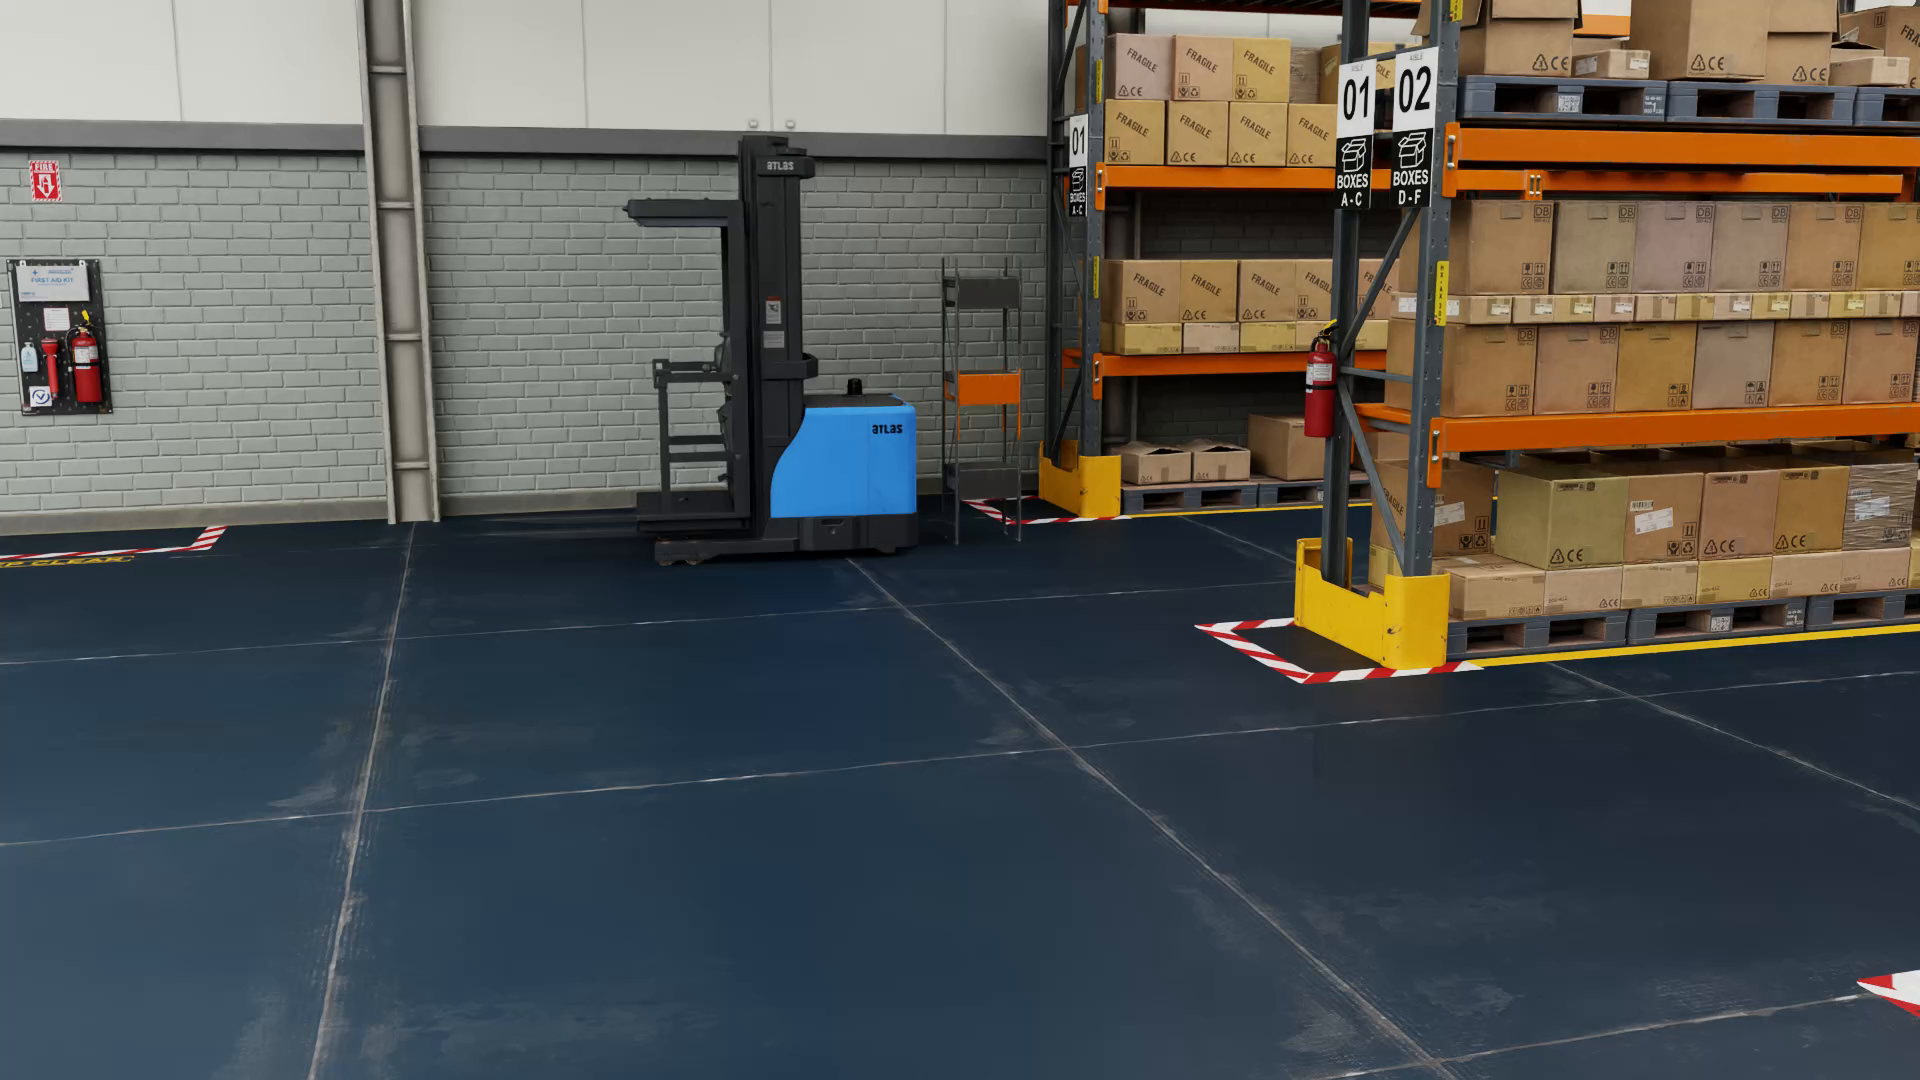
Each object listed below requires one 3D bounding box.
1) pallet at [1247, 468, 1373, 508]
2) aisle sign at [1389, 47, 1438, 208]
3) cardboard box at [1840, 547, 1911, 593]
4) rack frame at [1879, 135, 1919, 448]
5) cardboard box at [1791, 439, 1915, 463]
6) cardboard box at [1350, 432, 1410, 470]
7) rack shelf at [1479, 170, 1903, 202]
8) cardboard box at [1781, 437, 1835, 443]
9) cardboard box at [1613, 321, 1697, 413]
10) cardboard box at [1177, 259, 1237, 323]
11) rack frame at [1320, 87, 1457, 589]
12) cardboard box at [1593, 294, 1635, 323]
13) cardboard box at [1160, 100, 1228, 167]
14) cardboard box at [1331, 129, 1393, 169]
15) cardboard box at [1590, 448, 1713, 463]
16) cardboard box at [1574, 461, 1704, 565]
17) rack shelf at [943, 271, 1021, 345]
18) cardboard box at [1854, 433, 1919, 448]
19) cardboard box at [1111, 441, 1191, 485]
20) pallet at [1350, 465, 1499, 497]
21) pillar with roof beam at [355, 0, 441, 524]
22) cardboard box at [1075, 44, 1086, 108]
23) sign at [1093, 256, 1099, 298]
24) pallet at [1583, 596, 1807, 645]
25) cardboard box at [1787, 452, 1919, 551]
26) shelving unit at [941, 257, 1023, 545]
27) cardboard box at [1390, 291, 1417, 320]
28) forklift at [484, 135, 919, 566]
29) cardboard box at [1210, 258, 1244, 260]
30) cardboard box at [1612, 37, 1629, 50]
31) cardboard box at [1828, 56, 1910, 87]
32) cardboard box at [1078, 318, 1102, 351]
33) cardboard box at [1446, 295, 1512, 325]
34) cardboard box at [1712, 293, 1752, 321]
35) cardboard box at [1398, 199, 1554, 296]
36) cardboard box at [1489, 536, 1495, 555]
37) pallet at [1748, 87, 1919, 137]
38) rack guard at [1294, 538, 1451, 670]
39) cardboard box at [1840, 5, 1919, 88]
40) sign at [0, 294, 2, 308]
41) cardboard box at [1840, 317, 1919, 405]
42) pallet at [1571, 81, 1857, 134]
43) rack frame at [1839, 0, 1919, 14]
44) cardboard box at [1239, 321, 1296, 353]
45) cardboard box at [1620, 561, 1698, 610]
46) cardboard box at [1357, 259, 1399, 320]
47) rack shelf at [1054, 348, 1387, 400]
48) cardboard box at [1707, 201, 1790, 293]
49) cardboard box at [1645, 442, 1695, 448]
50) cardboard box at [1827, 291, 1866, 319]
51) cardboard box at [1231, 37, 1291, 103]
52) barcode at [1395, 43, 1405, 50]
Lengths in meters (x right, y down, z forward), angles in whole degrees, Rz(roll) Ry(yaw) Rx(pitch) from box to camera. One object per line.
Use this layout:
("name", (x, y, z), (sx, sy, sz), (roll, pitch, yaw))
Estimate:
("pallet", (2.960, -0.485, 14.597), (1.213, 0.211, 1.003), (-3, 11, -16))
("aisle sign", (2.339, -2.117, 8.583), (0.004, 0.787, 0.394), (-3, 11, -16))
("cardboard box", (5.290, 0.133, 9.974), (0.500, 0.250, 0.500), (-3, 11, -16))
("rack frame", (6.157, -1.098, 10.225), (0.127, 3.000, 1.000), (-3, 11, -16))
("cardboard box", (5.624, -0.352, 10.536), (0.500, 0.500, 0.500), (-3, 11, -16))
("cardboard box", (3.783, -0.886, 14.765), (0.500, 0.500, 0.500), (-4, 11, -20))
("rack shelf", (6.689, -3.181, 15.245), (4.000, 0.370, 1.077), (-3, 11, -16))
("cardboard box", (7.932, -1.103, 15.940), (0.500, 0.500, 0.700), (-3, 11, -15))
("cardboard box", (3.749, -1.017, 9.512), (0.500, 0.500, 0.700), (-3, 11, -16))
("cardboard box", (1.948, -2.056, 13.720), (0.500, 0.500, 0.500), (-3, 11, -16))
("rack frame", (2.316, -0.895, 9.125), (0.127, 3.000, 1.000), (-3, 11, -16))
("cardboard box", (3.489, -1.285, 9.172), (0.250, 0.149, 0.380), (-3, 11, -17))
("cardboard box", (1.844, -3.285, 13.489), (0.500, 0.500, 0.500), (-2, 11, -12))
("cardboard box", (3.342, -3.366, 13.932), (0.500, 0.500, 0.500), (-3, 11, -18))
("cardboard box", (4.184, -0.276, 10.122), (0.500, 0.500, 0.500), (-3, 11, -16))
("cardboard box", (3.849, -0.160, 9.494), (0.500, 0.500, 0.500), (-3, 11, -16))
("rack shelf", (0.159, -1.716, 12.278), (0.480, 0.518, 0.431), (-3, 11, -16))
("cardboard box", (9.352, -1.325, 16.236), (0.750, 0.750, 0.750), (-3, 11, -17))
("cardboard box", (1.617, -0.670, 14.111), (0.500, 0.311, 0.500), (-4, 11, -22))
("pallet", (4.134, -0.547, 14.936), (1.213, 0.211, 1.003), (-3, 11, -16))
("pillar with roof beam", (-3.199, -3.841, 8.554), (0.400, 9.000, 9.100), (-3, 11, -16))
("cardboard box", (1.269, -3.850, 13.794), (0.500, 0.500, 0.500), (-3, 11, -13))
("sign", (1.080, -2.088, 13.211), (0.005, 0.325, 0.100), (-3, 11, -16))
("pallet", (4.208, 0.369, 9.959), (1.213, 0.211, 1.003), (-3, 11, -16))
("cardboard box", (5.289, -0.236, 9.908), (0.500, 0.500, 0.500), (-3, 11, -16))
("shelving unit", (0.159, -1.041, 12.402), (0.503, 2.100, 0.431), (-3, 11, -16))
("cardboard box", (2.630, -1.316, 9.342), (0.250, 0.149, 0.380), (-3, 11, -17))
("forklift", (-1.866, -1.367, 11.879), (3.031, 2.935, 1.130), (-2, 11, -10))
("cardboard box", (2.302, -2.173, 14.351), (0.500, 0.500, 0.500), (-3, 11, -18))
("cardboard box", (3.882, -2.734, 9.529), (0.500, 0.311, 0.500), (-2, 11, -9))
("cardboard box", (5.075, -2.616, 9.336), (0.250, 0.149, 0.380), (-3, 11, -16))
("cardboard box", (1.323, -1.750, 14.125), (0.500, 0.250, 0.500), (-3, 11, -15))
("cardboard box", (2.753, -1.246, 8.962), (0.250, 0.149, 0.380), (-3, 11, -16))
("cardboard box", (4.229, -1.324, 9.384), (0.250, 0.149, 0.380), (-3, 11, -15))
("cardboard box", (2.819, -1.607, 9.130), (0.500, 0.500, 0.700), (-3, 11, -16))
("cardboard box", (3.225, 0.144, 9.911), (0.500, 0.250, 0.500), (-3, 11, -16))
("pallet", (5.345, -2.482, 9.702), (1.213, 0.211, 1.003), (-3, 11, -16))
("rack guard", (2.293, 0.335, 9.345), (0.348, 0.500, 1.175), (-3, 11, -16))
("cardboard box", (5.599, -2.918, 10.004), (0.500, 0.500, 0.500), (-2, 11, -11))
("sign", (-7.339, -1.787, 12.406), (0.331, 0.109, 0.001), (-3, 11, -16))
("cardboard box", (5.228, -1.096, 9.937), (0.500, 0.500, 0.700), (-3, 11, -17))
("pallet", (4.176, -2.421, 9.371), (1.213, 0.211, 1.003), (-3, 11, -16))
("rack frame", (8.609, -5.112, 15.458), (0.127, 3.000, 1.000), (-3, 11, -16))
("cardboard box", (2.471, -1.715, 13.939), (0.500, 0.250, 0.500), (-3, 11, -17))
("cardboard box", (3.852, 0.211, 9.551), (0.500, 0.250, 0.500), (-3, 11, -16))
("cardboard box", (3.437, -2.136, 14.152), (0.500, 0.500, 0.500), (-3, 11, -18))
("rack shelf", (2.848, -1.504, 14.417), (4.000, 0.370, 1.077), (-3, 11, -16))
("cardboard box", (4.287, -1.685, 9.556), (0.500, 0.500, 0.700), (-3, 11, -16))
("cardboard box", (6.454, -1.040, 15.597), (0.500, 0.500, 0.700), (-3, 11, -15))
("cardboard box", (4.978, -1.364, 9.602), (0.250, 0.149, 0.380), (-3, 11, -16))
("cardboard box", (2.350, -3.804, 13.547), (0.500, 0.500, 0.500), (-3, 11, -14))
("barcode", (2.471, -2.755, 9.340), (0.075, 0.075, 0.001), (-3, 11, -16))
